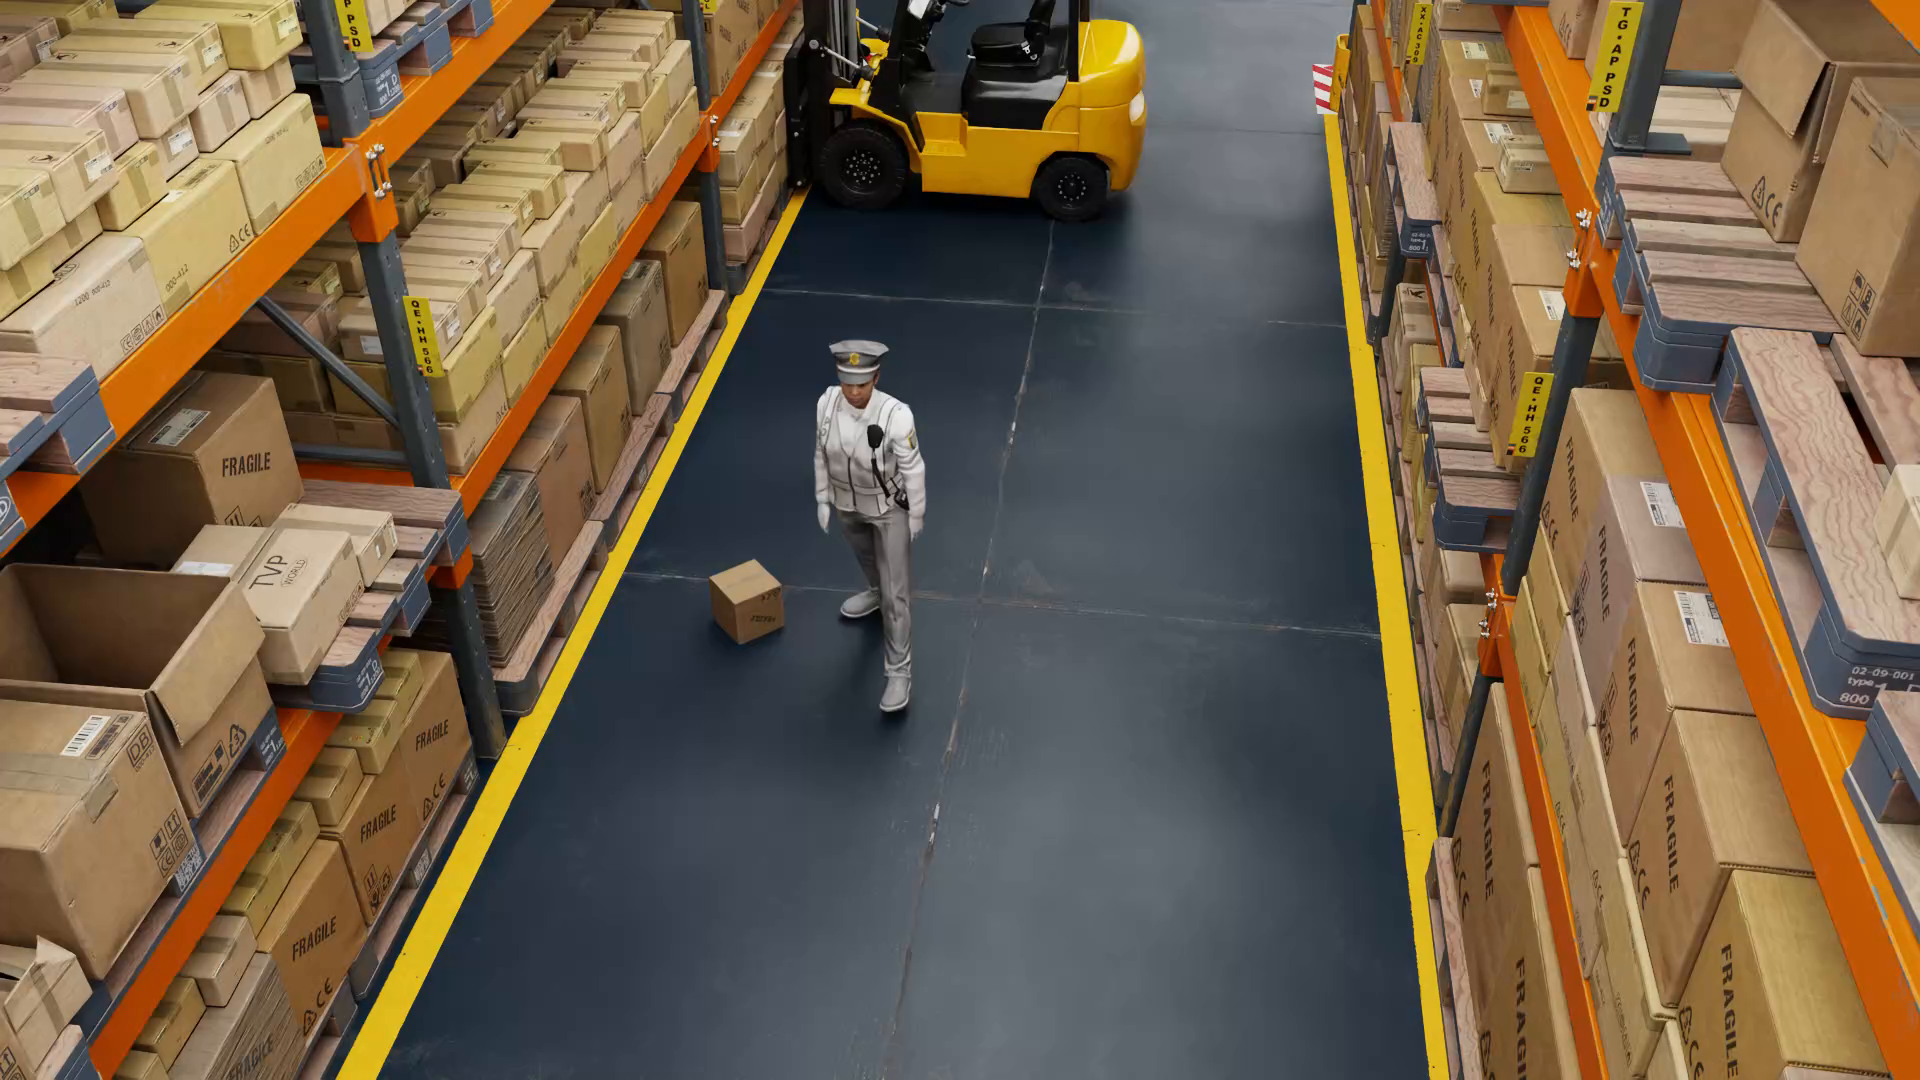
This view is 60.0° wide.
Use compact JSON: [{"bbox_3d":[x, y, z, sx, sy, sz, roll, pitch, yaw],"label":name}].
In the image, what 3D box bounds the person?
[{"bbox_3d":[-0.376,-0.129,7.183,0.625,1.646,0.825,16,39,20],"label":"person"}]
